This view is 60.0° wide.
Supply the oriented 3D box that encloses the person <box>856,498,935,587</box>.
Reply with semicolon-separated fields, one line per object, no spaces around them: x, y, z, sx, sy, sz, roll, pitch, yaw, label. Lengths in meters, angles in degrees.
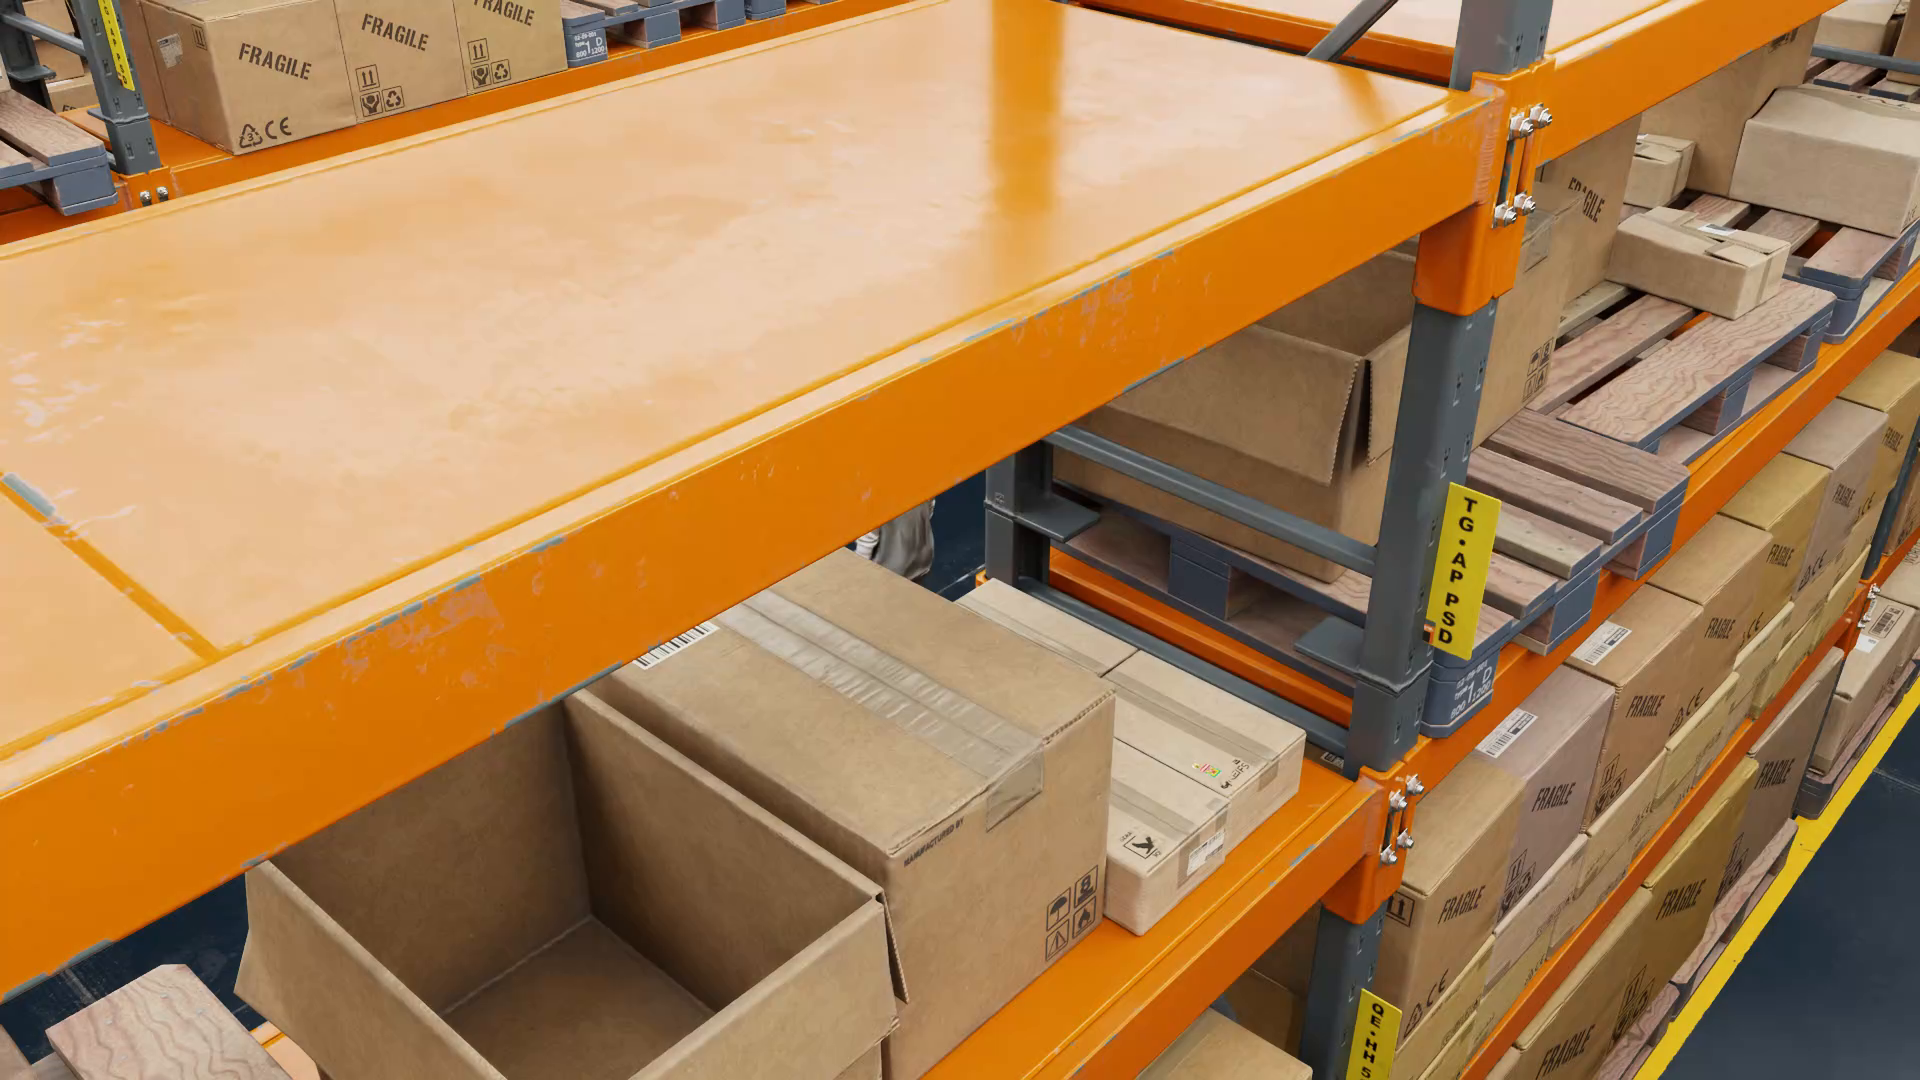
-0.304;0.096;7.492;0.345;1.591;0.461;24;39;34;person
